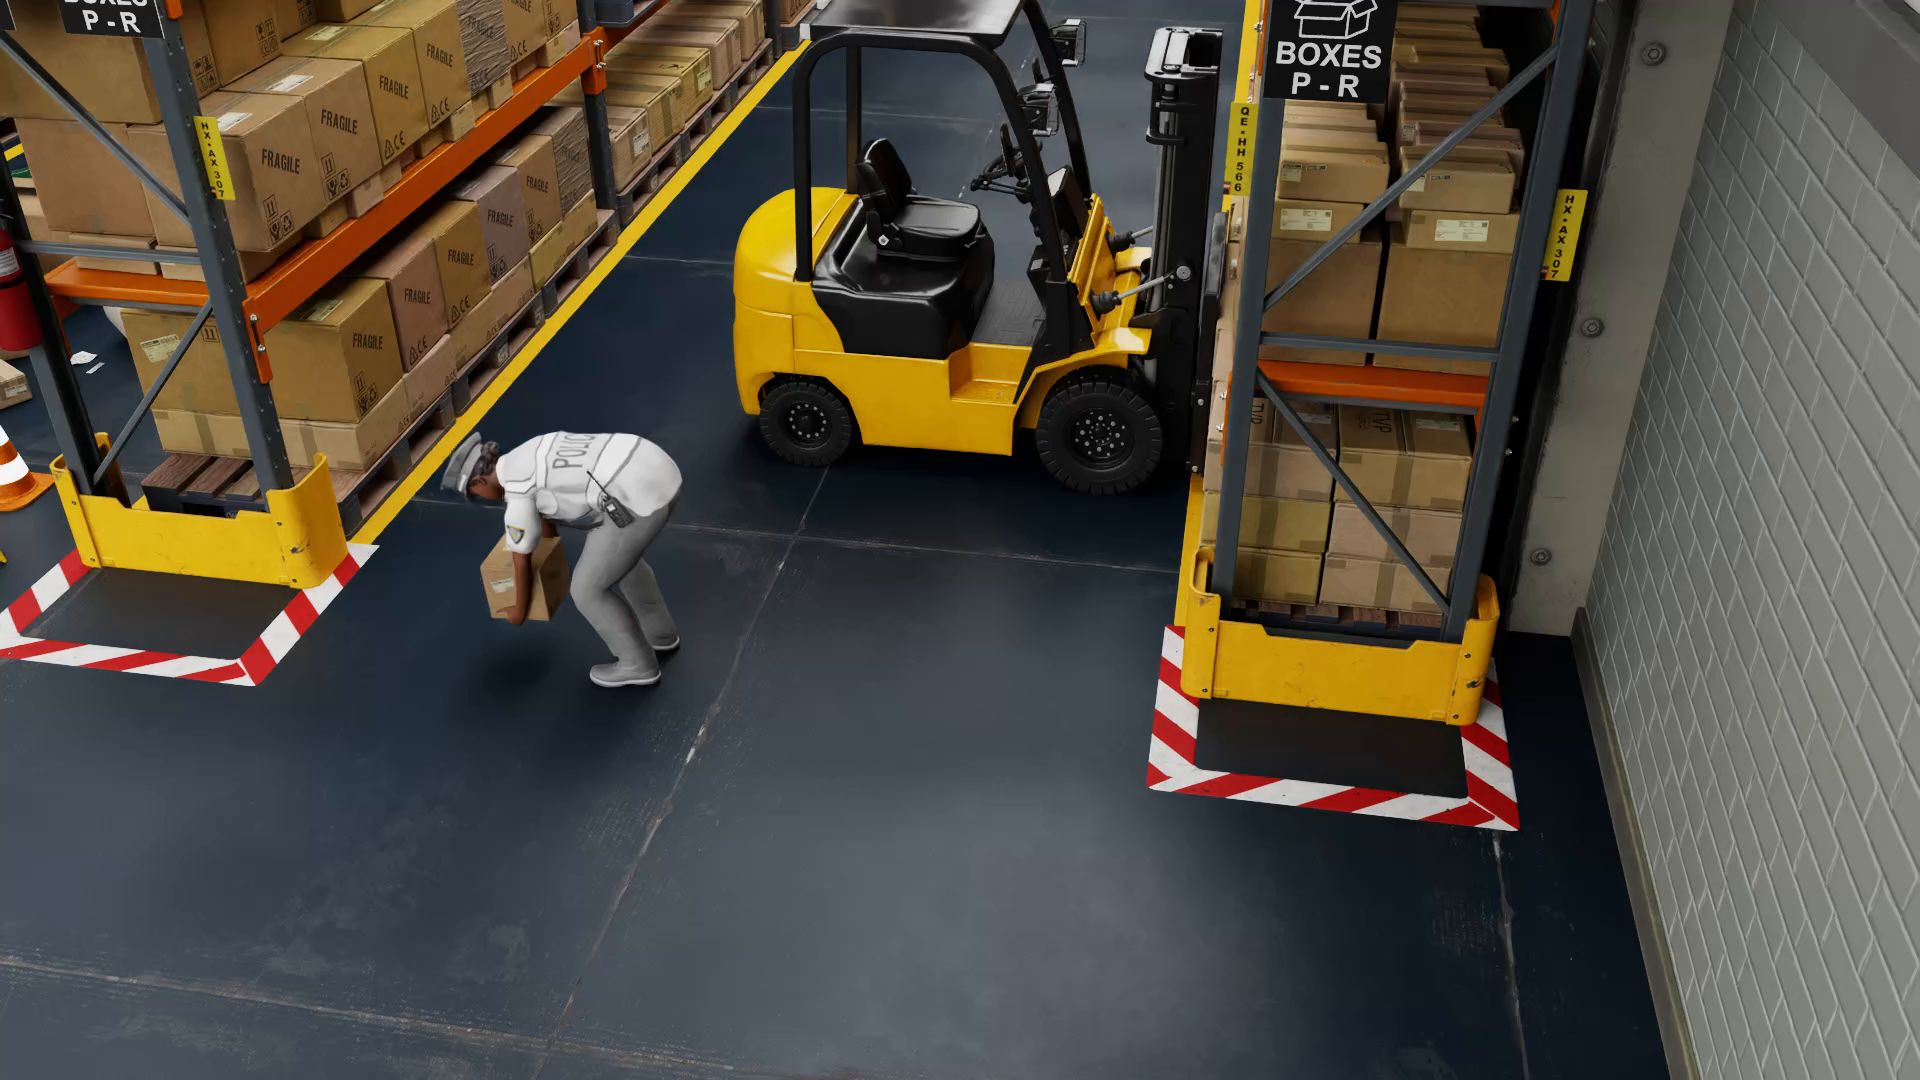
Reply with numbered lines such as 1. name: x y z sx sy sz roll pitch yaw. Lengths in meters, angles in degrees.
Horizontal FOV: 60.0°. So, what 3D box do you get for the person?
1. person: -1.554 0.054 6.636 0.941 1.040 0.434 4 33 6
